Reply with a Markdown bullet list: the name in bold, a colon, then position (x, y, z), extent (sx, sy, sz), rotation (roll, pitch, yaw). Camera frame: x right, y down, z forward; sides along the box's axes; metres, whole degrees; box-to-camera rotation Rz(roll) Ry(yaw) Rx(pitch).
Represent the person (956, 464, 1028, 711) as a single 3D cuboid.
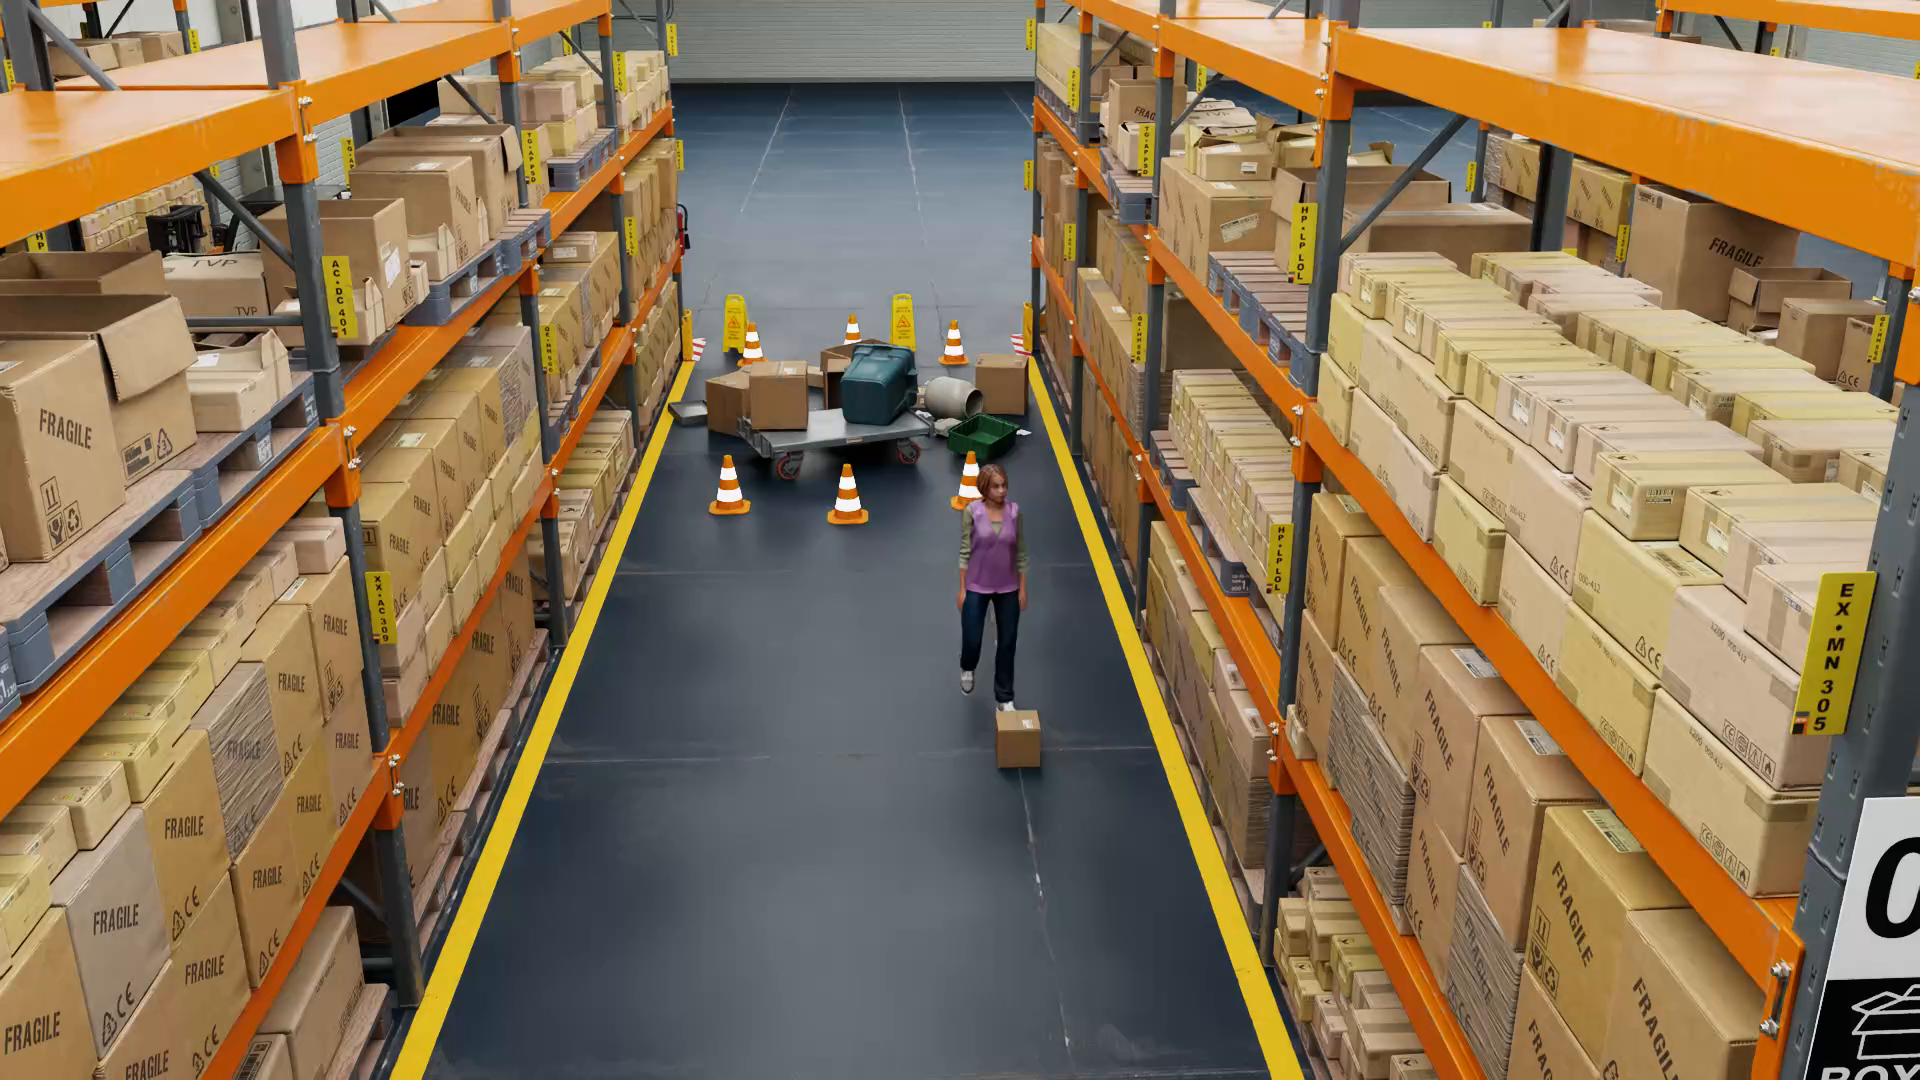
- **person**: position (0.206, 0.321, 10.174), extent (0.451, 1.593, 0.536), rotation (-4, 21, -10)
